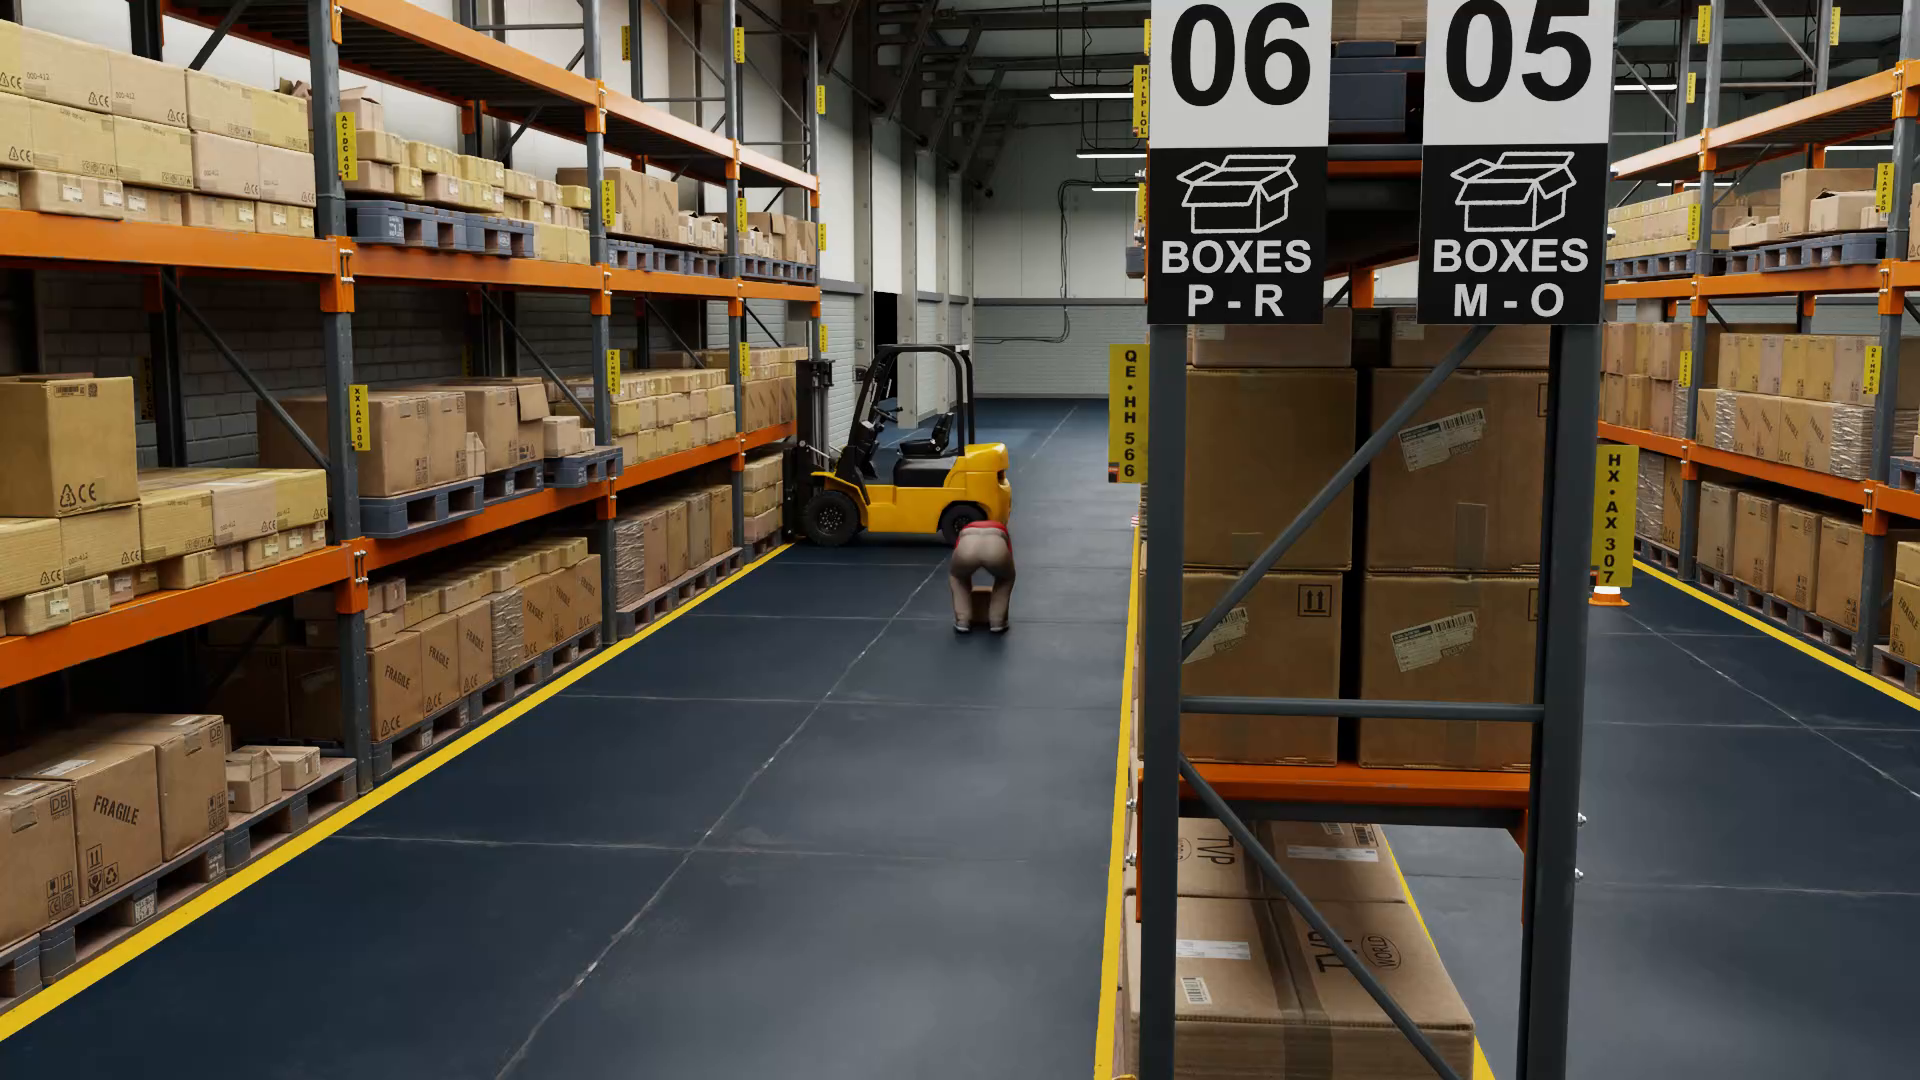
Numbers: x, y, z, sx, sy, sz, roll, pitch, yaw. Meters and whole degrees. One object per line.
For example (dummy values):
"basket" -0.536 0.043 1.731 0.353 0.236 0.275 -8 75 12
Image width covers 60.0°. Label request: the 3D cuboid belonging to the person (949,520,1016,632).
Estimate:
"person" 0.178 0.265 13.172 0.536 0.878 0.956 0 8 4
